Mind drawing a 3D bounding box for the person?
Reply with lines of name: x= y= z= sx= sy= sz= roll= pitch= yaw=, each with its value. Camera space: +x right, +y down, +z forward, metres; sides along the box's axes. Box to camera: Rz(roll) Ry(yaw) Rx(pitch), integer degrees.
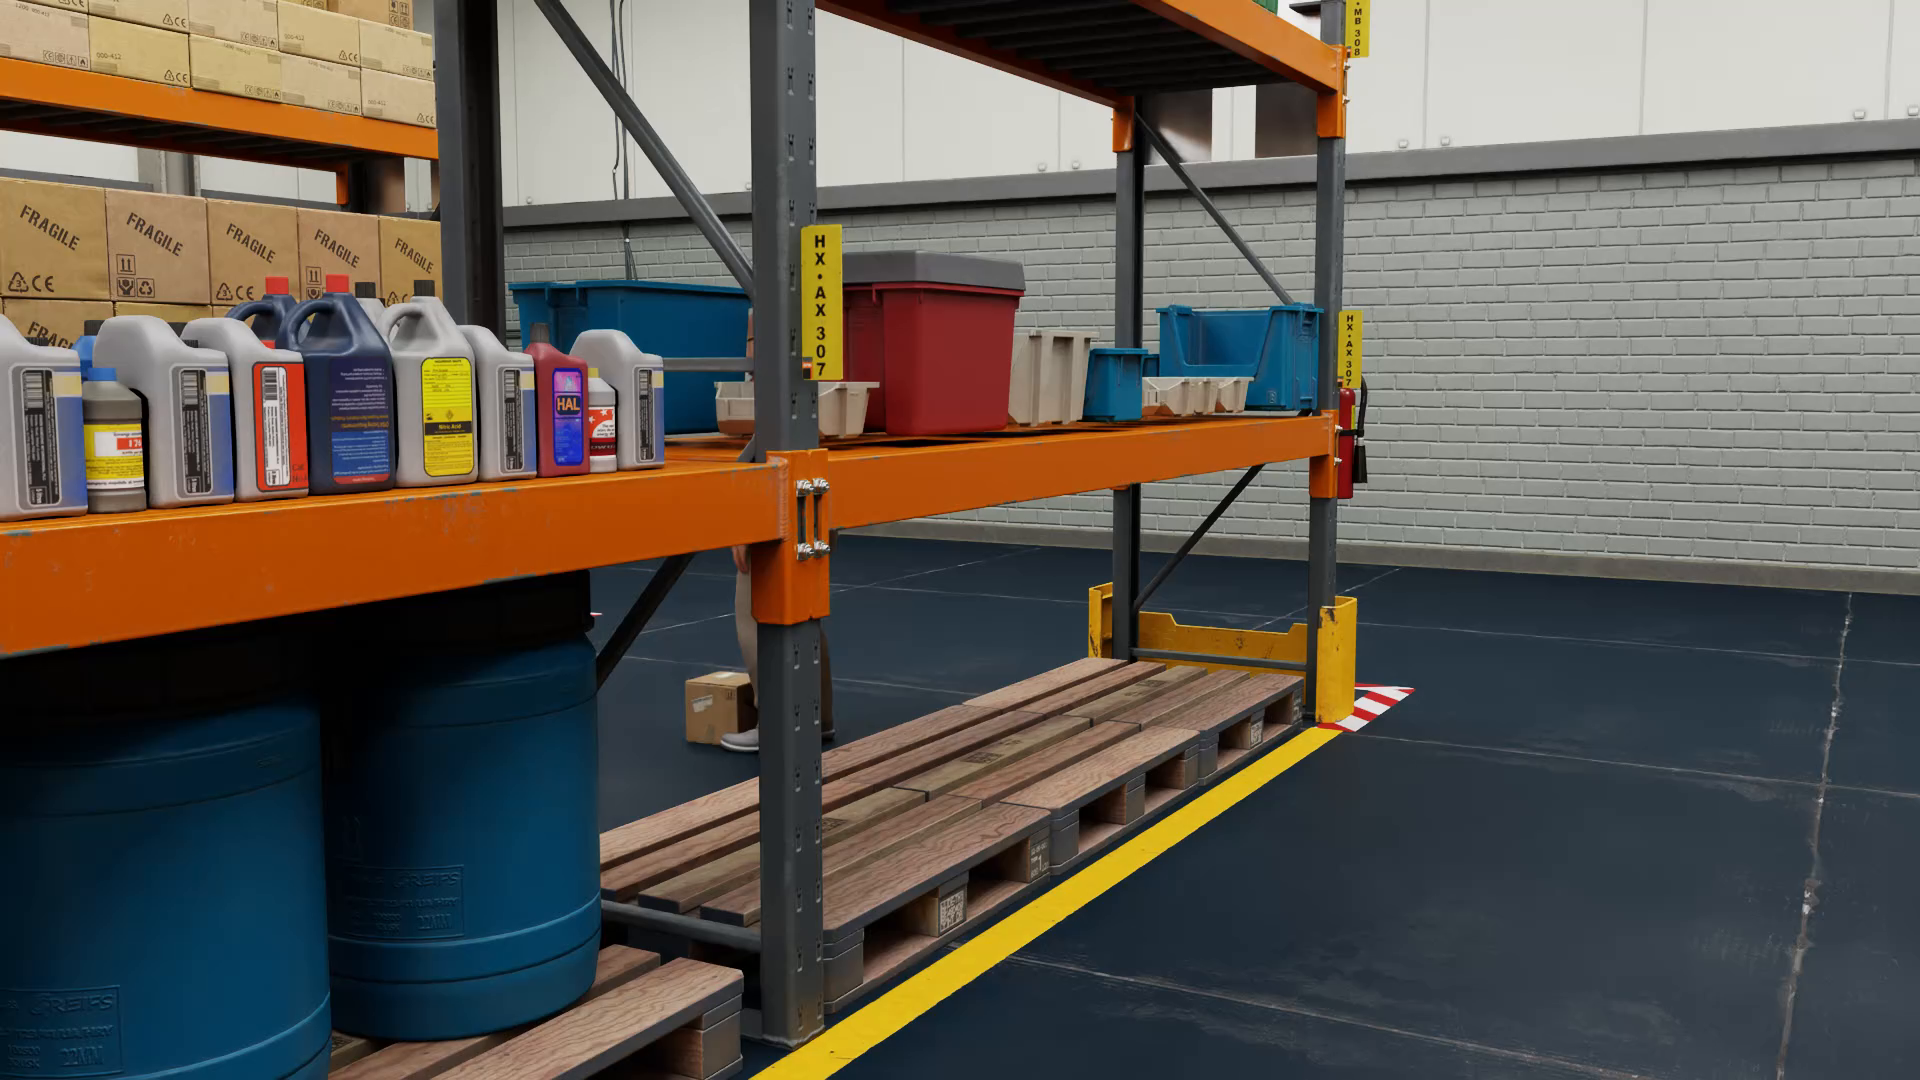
person: x=-0.708 y=-0.038 z=6.569 sx=0.391 sy=1.725 sz=0.585 roll=3 pitch=7 yaw=26
